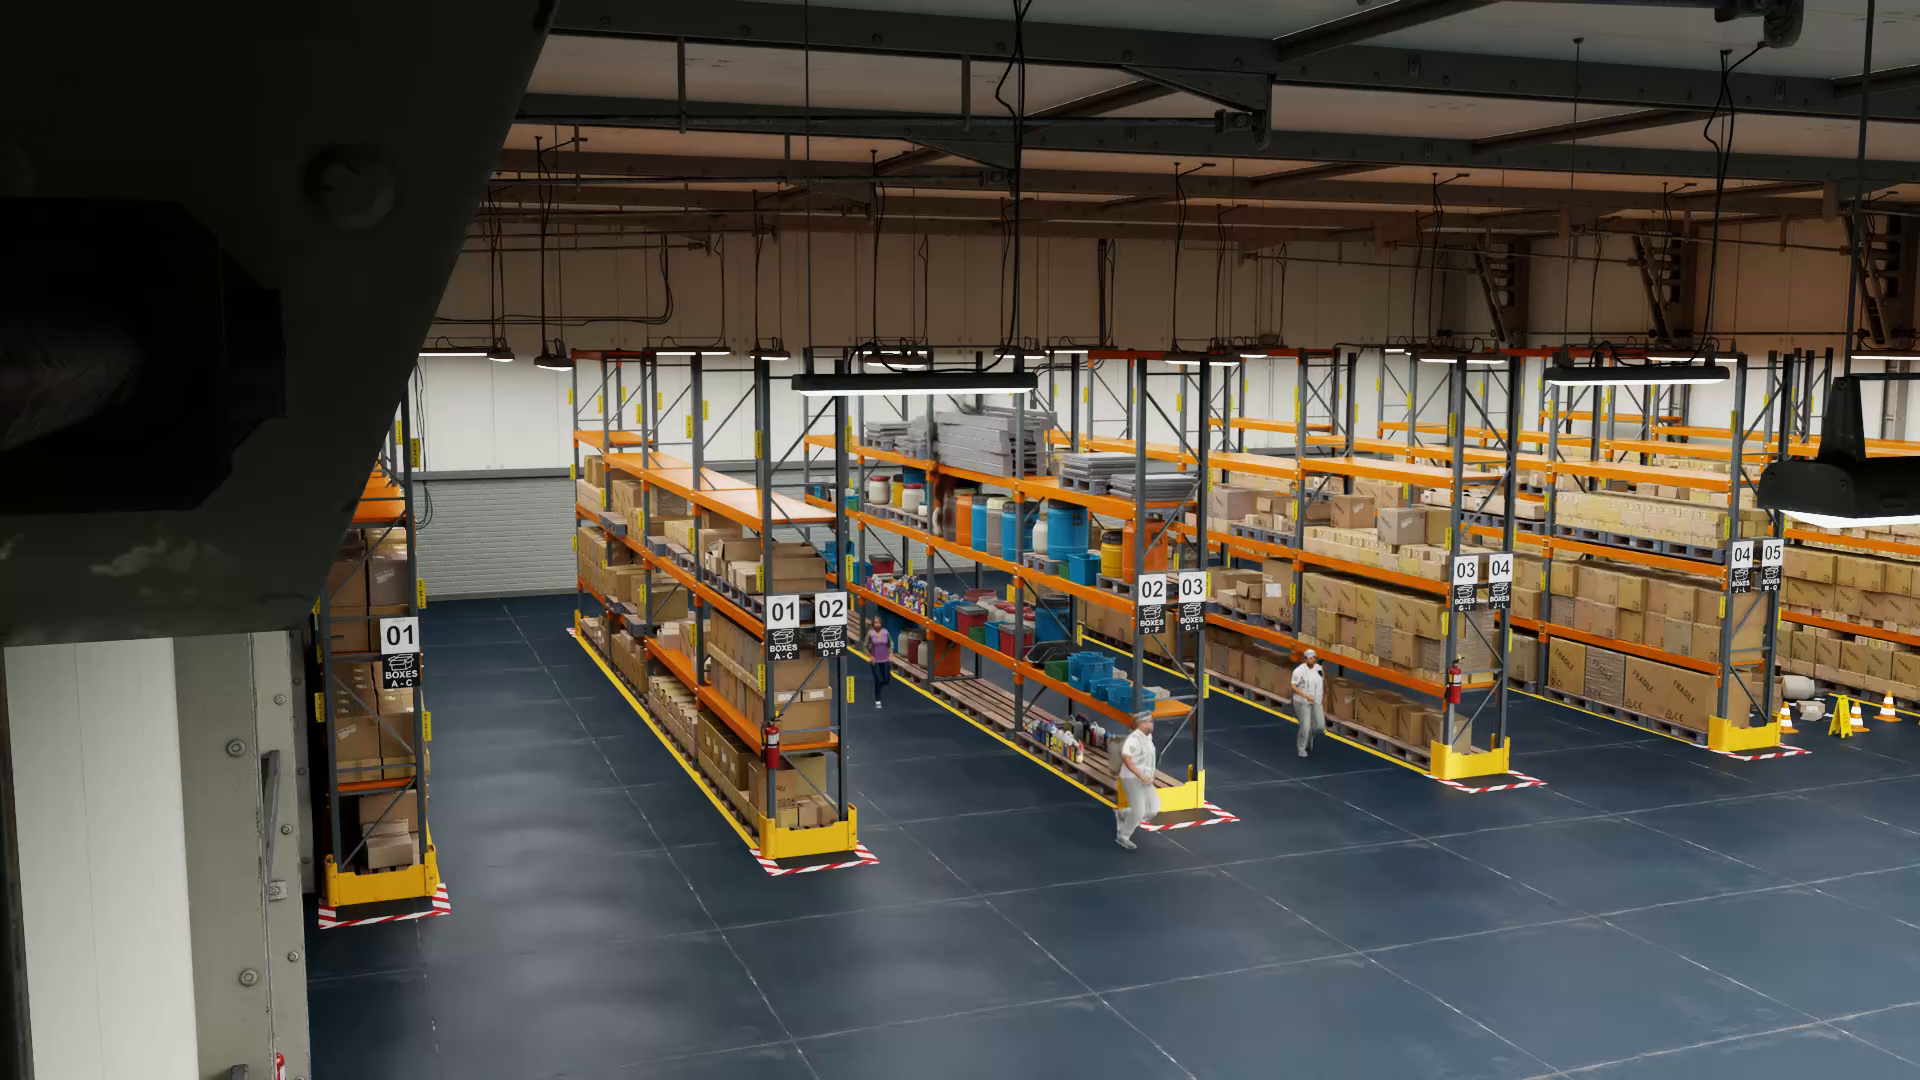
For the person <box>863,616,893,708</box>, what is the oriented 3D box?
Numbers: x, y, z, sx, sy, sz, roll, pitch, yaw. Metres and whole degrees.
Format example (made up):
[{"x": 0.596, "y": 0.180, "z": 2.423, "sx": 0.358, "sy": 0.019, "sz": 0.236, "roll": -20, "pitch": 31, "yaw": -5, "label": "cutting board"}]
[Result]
[{"x": -1.374, "y": 2.065, "z": 28.214, "sx": 0.545, "sy": 1.564, "sz": 0.490, "roll": -2, "pitch": 7, "yaw": -15, "label": "person"}]

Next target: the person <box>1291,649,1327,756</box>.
[{"x": 5.259, "y": 2.436, "z": 24.918, "sx": 0.639, "sy": 1.626, "sz": 0.553, "roll": -2, "pitch": 7, "yaw": -19, "label": "person"}]

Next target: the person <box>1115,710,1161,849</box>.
[{"x": 2.228, "y": 2.938, "z": 20.683, "sx": 0.563, "sy": 1.662, "sz": 0.735, "roll": 4, "pitch": 8, "yaw": 32, "label": "person"}]
